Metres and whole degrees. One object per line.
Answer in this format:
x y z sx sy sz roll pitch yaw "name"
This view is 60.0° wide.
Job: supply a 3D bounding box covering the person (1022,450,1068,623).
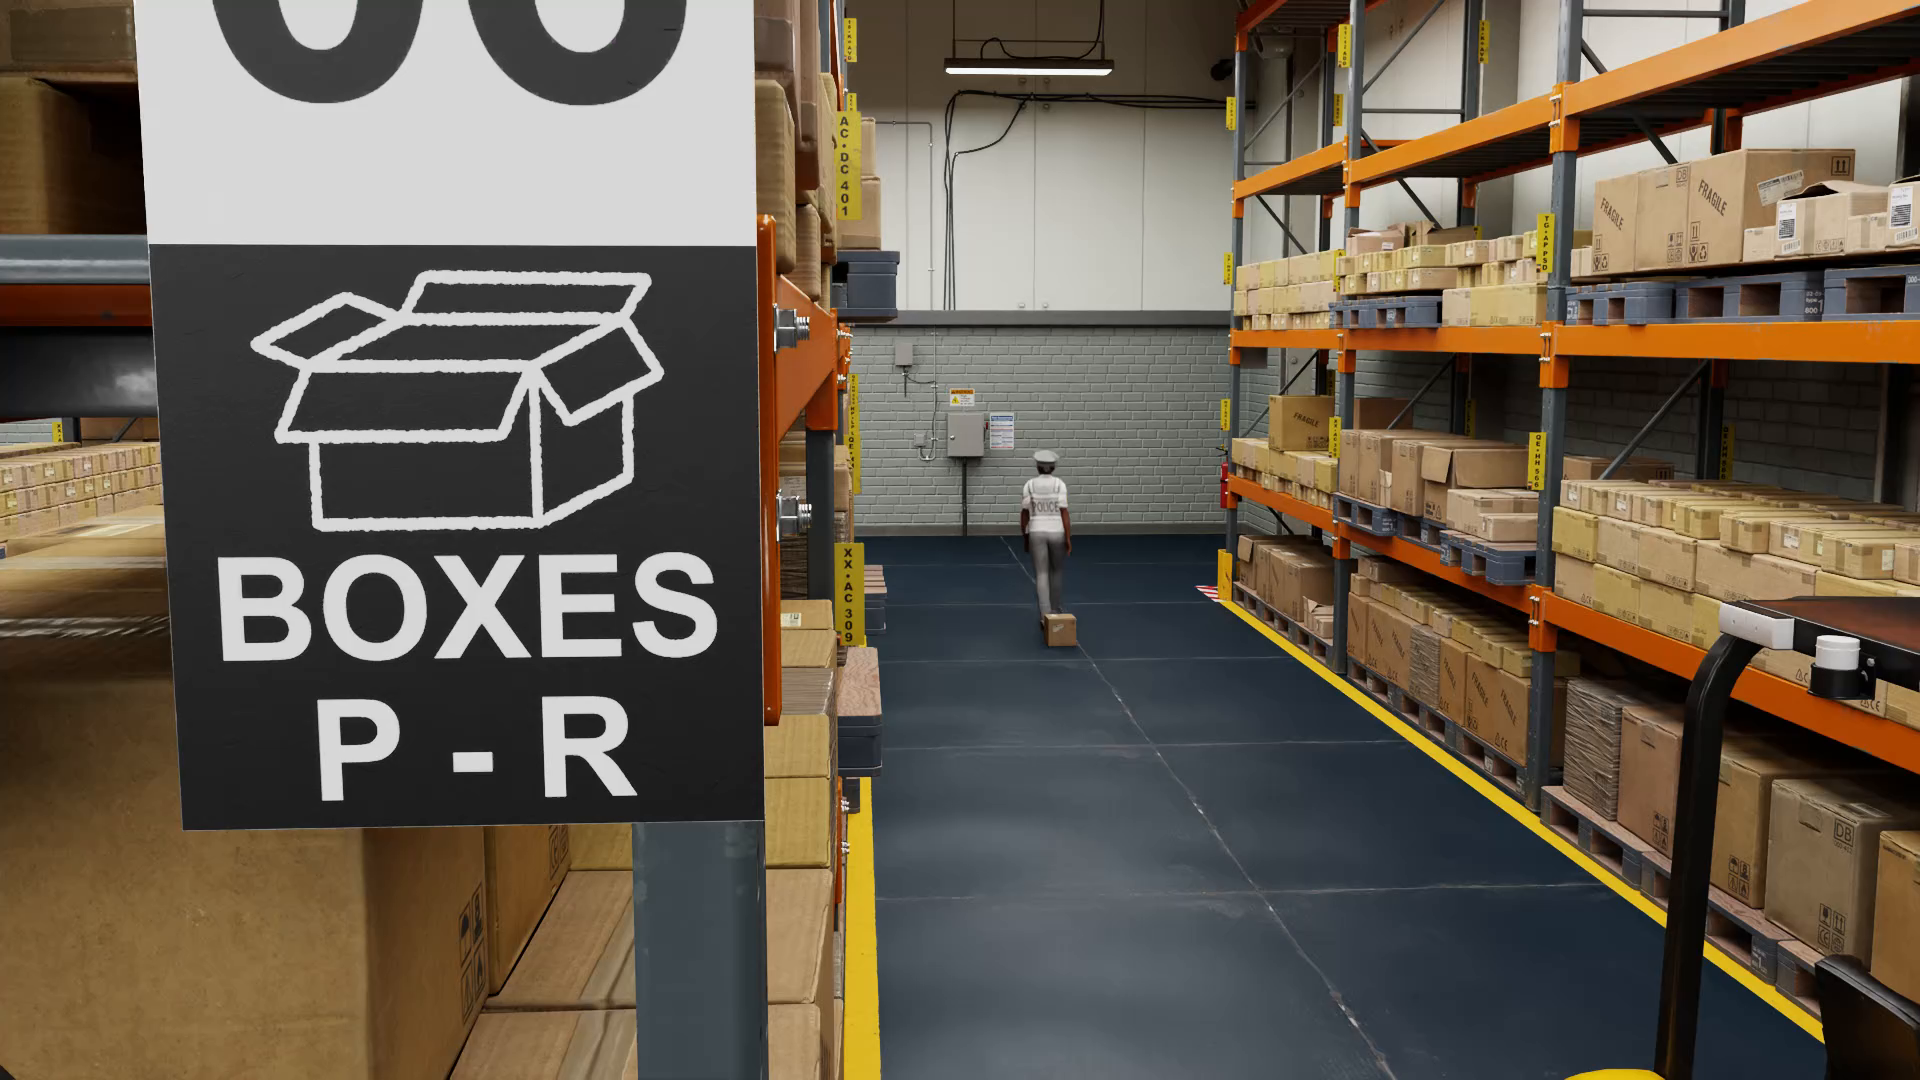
0.812 -0.049 16.031 0.440 1.612 0.959 0 7 -1 "person"
